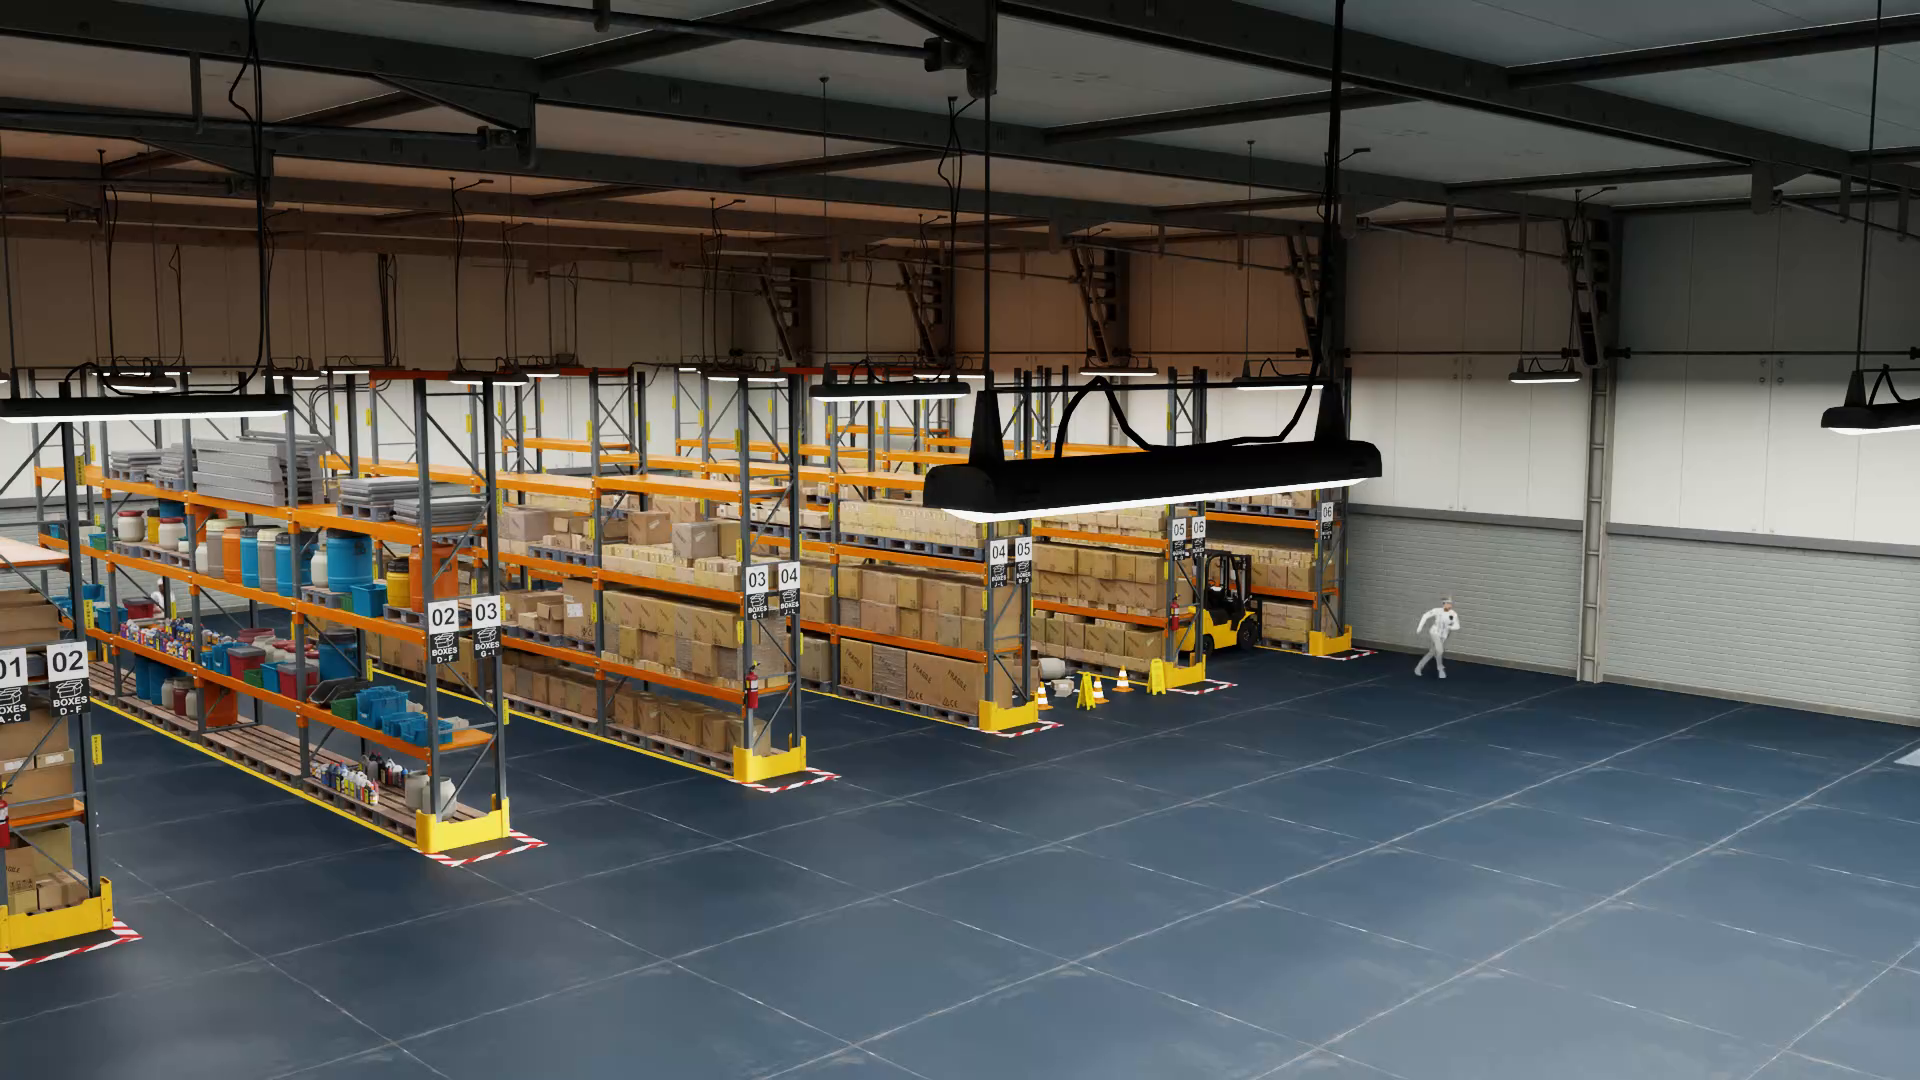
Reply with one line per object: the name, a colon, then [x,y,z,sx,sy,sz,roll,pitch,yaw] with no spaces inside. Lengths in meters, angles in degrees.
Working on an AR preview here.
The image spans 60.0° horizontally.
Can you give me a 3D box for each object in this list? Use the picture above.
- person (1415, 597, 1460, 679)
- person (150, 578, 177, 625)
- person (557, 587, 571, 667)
person: [9.302,1.873,32.353,0.744,1.592,0.666,-2,7,-14]
person: [-16.033,1.666,33.540,0.857,1.836,0.644,5,8,37]
person: [-7.955,1.779,32.678,1.005,1.749,0.689,5,8,37]
